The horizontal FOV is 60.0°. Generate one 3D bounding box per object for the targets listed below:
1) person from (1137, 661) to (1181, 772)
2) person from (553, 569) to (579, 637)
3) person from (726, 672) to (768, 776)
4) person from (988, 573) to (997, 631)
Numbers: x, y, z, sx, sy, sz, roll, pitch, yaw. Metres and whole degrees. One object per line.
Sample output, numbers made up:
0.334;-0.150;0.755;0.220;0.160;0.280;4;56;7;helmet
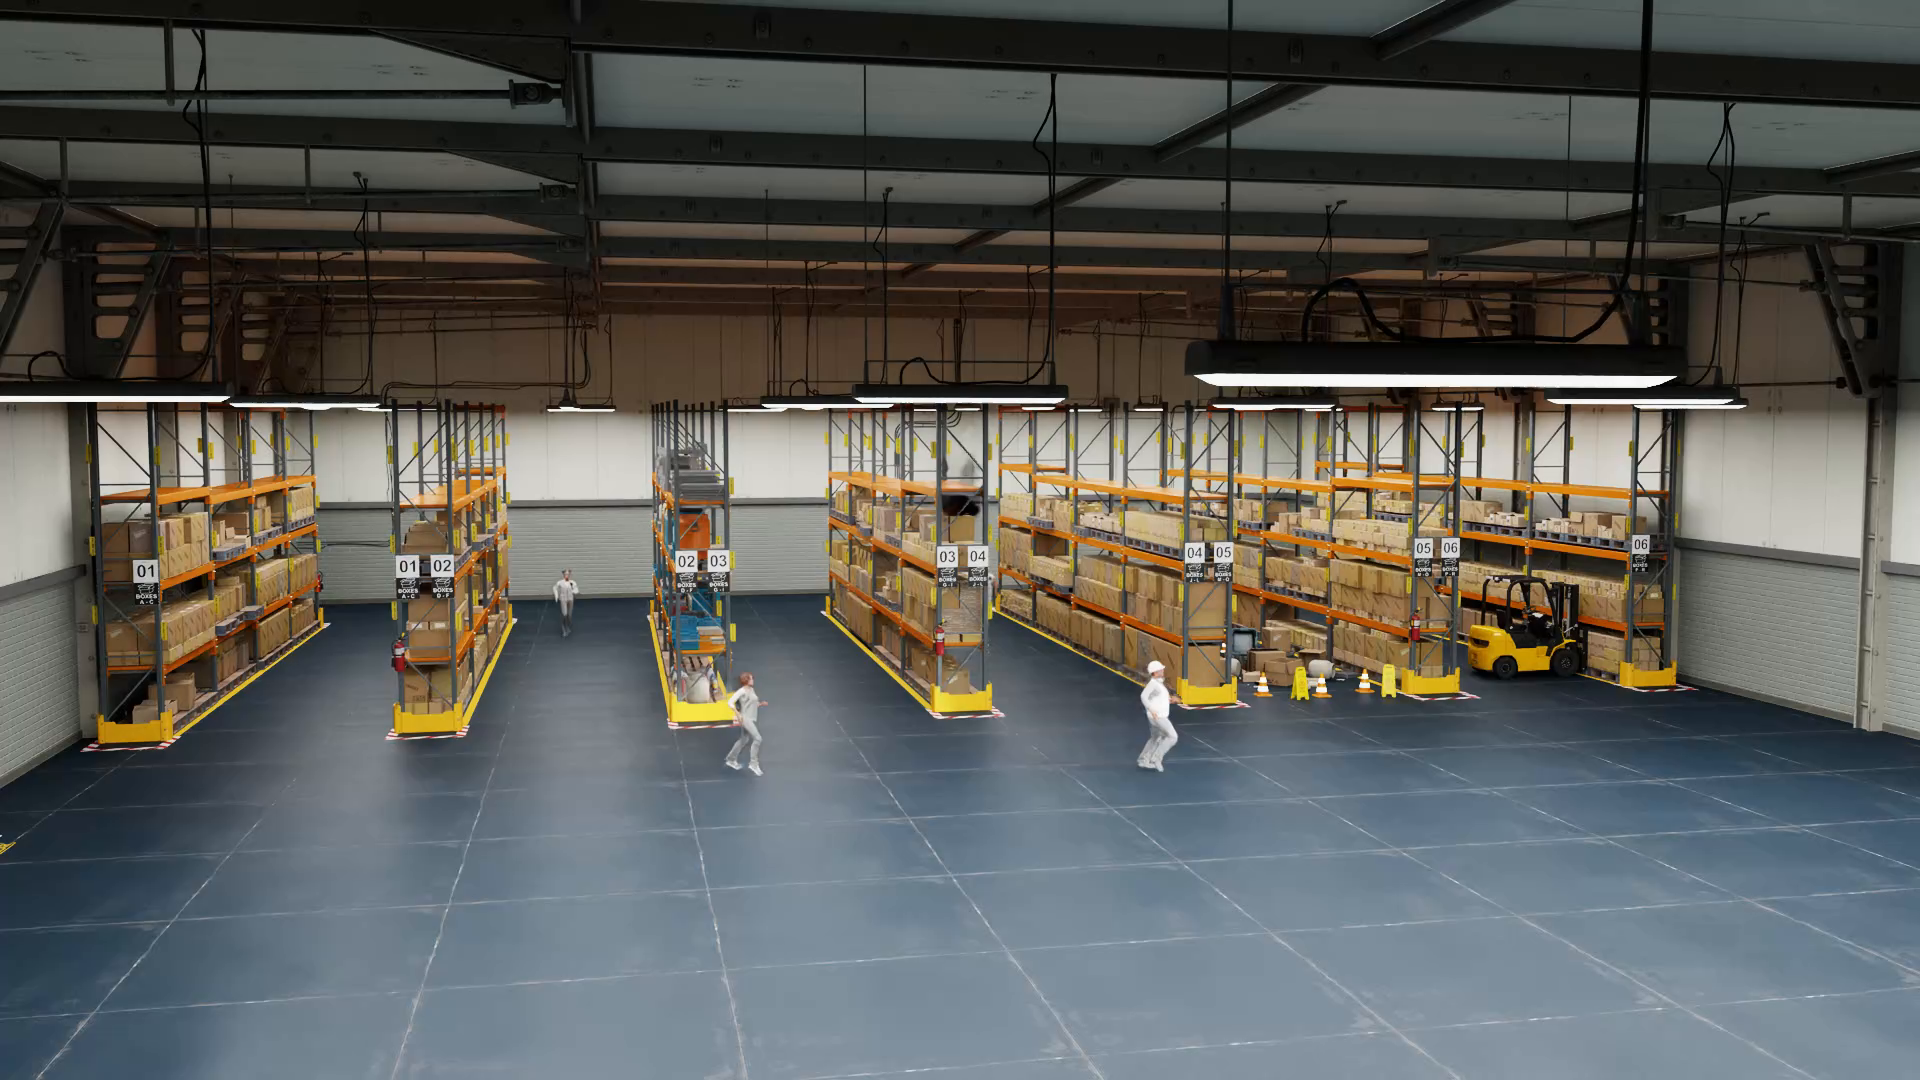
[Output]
3.197;2.830;26.685;0.693;1.771;0.629;1;4;7;person
-10.210;1.628;43.182;0.580;1.754;0.738;-2;5;-26;person
-3.401;2.973;26.494;0.721;1.546;0.506;1;4;7;person
0.674;1.526;44.355;0.670;1.827;0.767;0;4;-2;person
